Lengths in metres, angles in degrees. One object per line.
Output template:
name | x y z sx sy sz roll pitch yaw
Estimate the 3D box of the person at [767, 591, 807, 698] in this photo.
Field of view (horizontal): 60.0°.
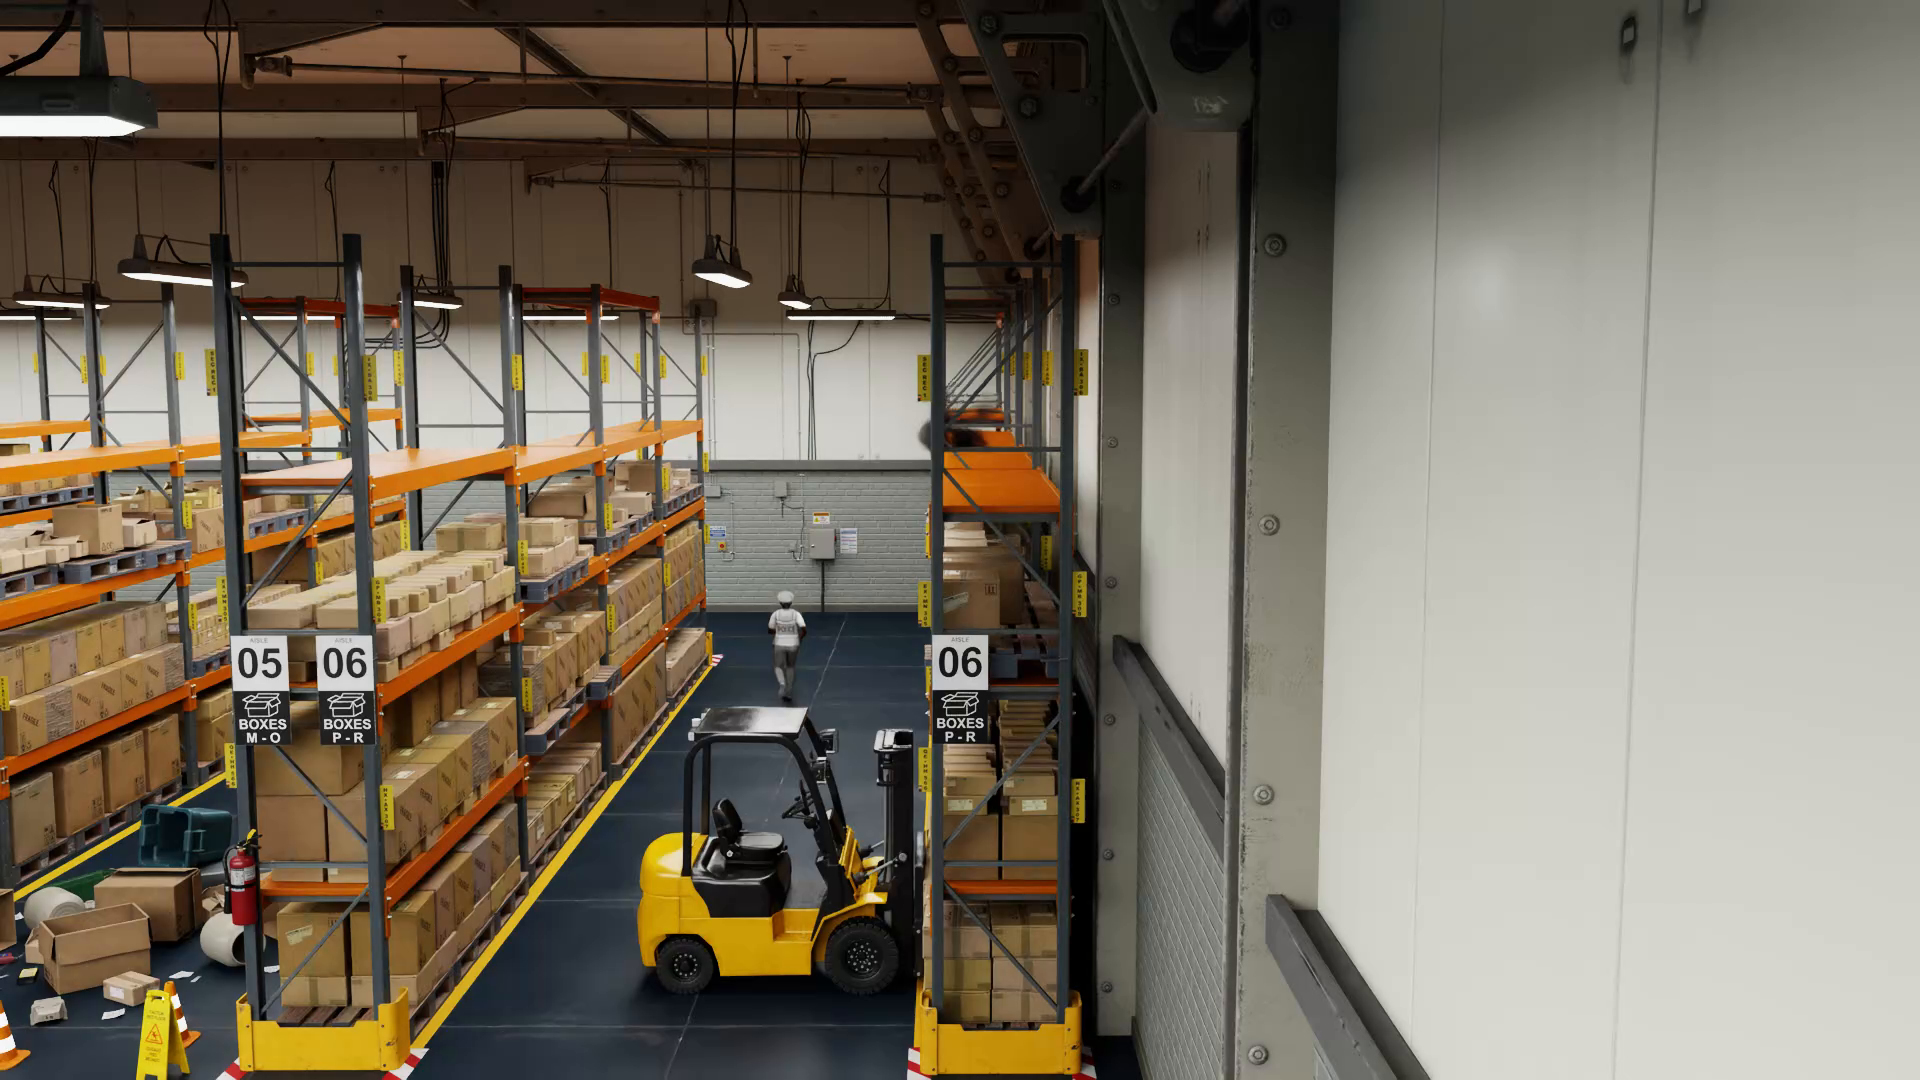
person | -2.593 1.587 24.940 0.584 1.659 0.739 -1 6 -10
